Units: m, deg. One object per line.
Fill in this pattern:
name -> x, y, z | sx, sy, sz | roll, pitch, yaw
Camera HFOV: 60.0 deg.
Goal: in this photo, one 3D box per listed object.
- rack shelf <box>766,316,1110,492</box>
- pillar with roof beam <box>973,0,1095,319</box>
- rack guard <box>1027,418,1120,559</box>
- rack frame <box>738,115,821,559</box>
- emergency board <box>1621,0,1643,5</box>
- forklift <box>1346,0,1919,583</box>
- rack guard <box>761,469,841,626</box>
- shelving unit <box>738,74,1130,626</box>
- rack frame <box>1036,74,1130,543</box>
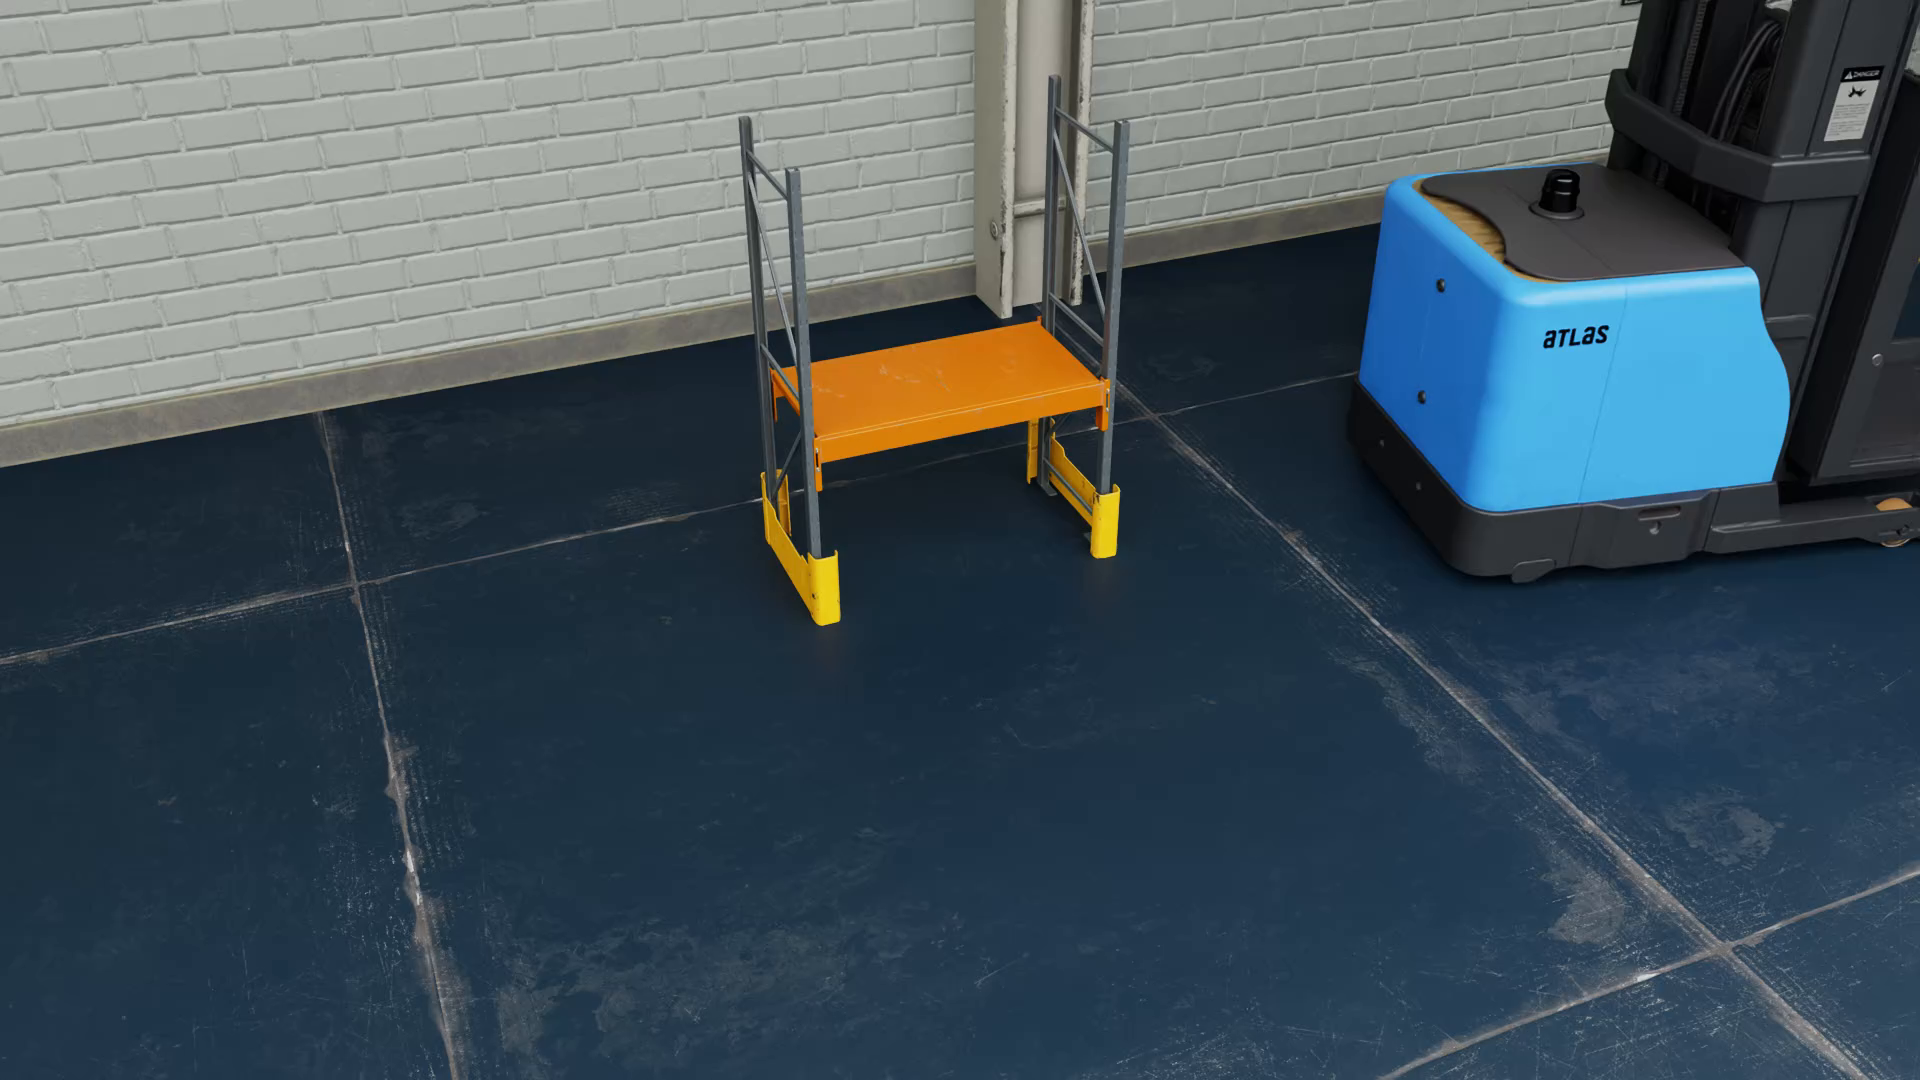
rack shelf -> -0.079, -0.460, 5.411 | 1.000, 0.185, 0.538 | -13, 35, -19
pillar with roof beam -> 1.967, -2.688, 1.630 | 0.400, 9.000, 9.100 | -13, 35, -19
rack guard -> 0.389, -0.194, 5.819 | 0.087, 0.250, 0.587 | -13, 35, -19
rack frame -> -0.547, -0.503, 5.148 | 0.032, 1.500, 0.500 | -13, 35, -19
emergency board -> 3.524, -3.110, 7.779 | 0.626, 1.169, 0.157 | -13, 35, -19
forklift -> 3.013, -1.481, 5.338 | 3.031, 2.935, 1.130 | -6, 34, -10
rack guard -> -0.529, 0.016, 5.495 | 0.087, 0.250, 0.587 | -13, 35, -19
shelving unit -> -0.070, -0.613, 5.316 | 1.083, 1.500, 0.587 | -13, 35, -19
rack frame -> 0.390, -0.718, 5.478 | 0.032, 1.500, 0.500 | -13, 35, -19
